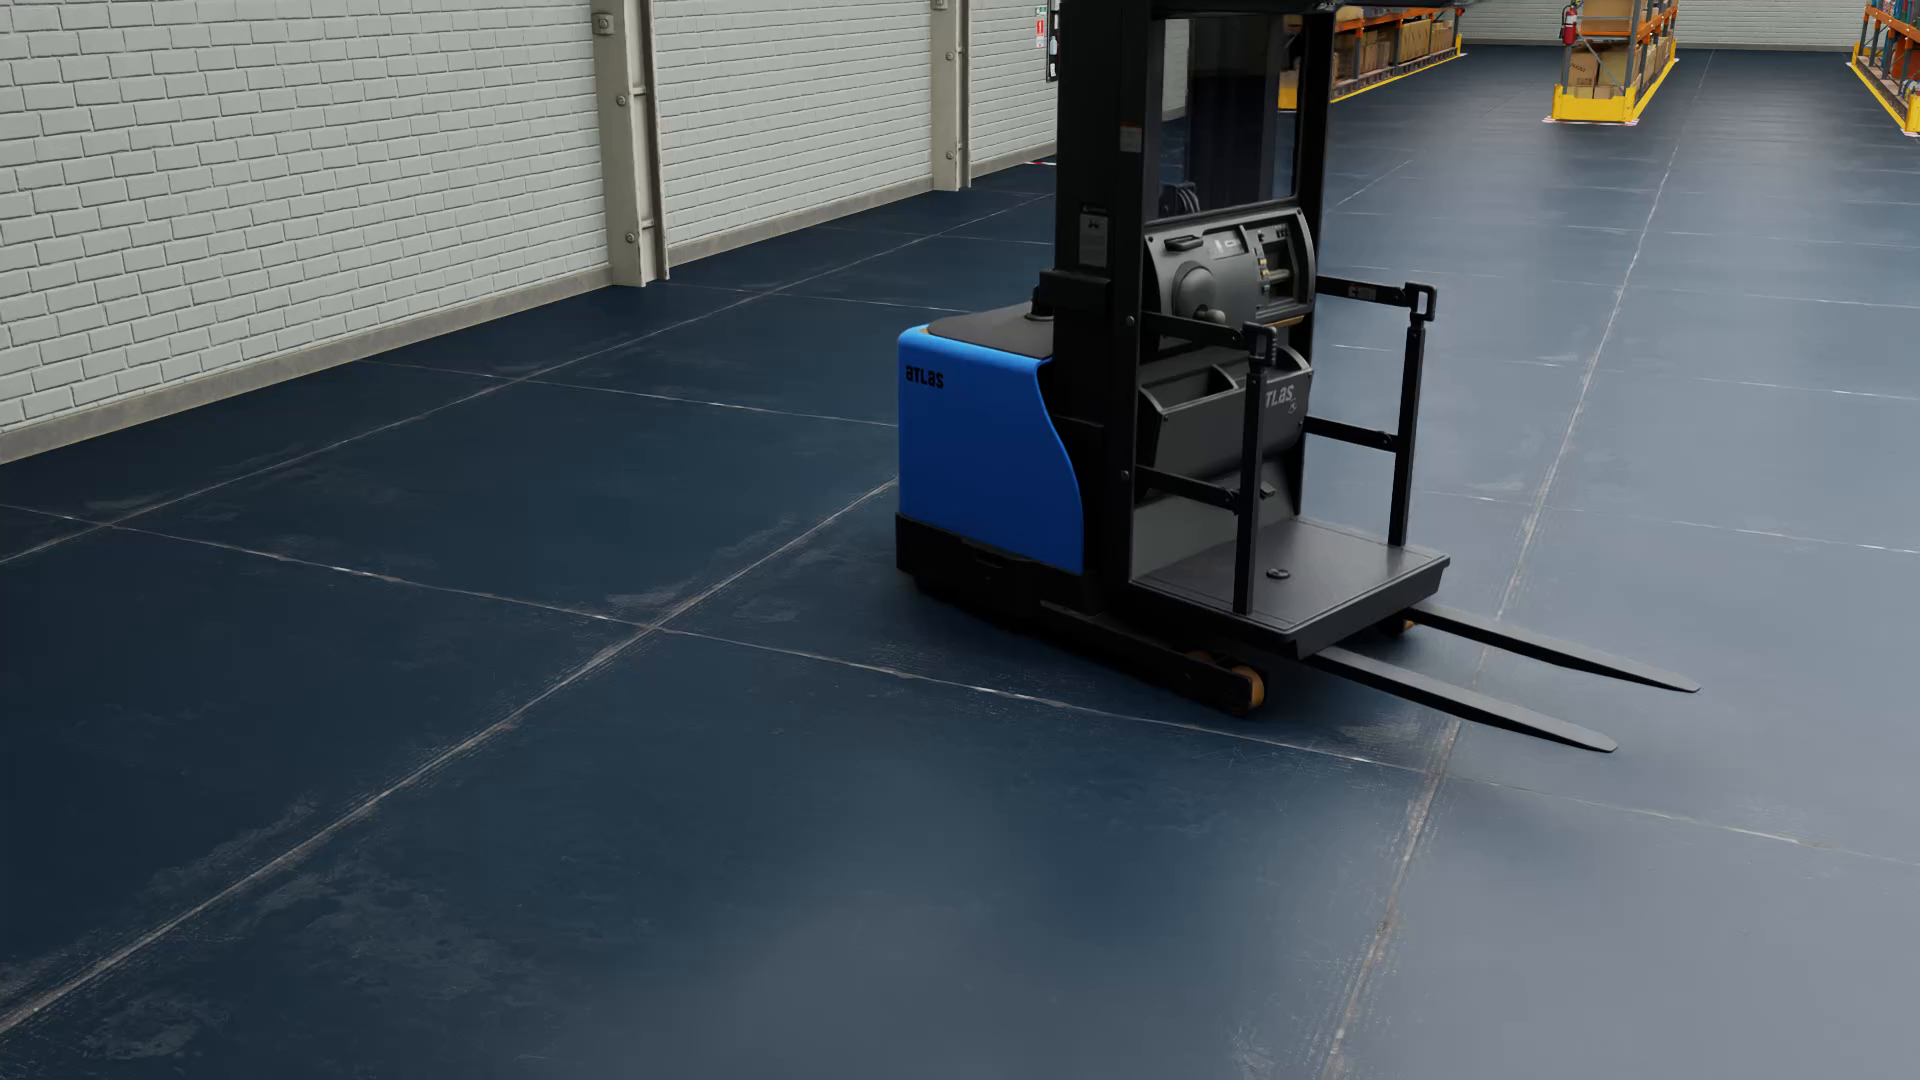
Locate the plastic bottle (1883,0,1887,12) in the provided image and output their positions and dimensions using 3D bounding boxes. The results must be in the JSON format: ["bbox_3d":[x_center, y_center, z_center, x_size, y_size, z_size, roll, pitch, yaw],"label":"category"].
[{"bbox_3d":[18.582,-10.699,33.262,0.152,0.276,0.135,9,21,23],"label":"plastic bottle"}]

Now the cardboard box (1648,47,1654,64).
[{"bbox_3d":[12.708,-9.076,31.151,0.500,0.311,0.500,8,21,22],"label":"cardboard box"}]

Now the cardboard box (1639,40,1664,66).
[{"bbox_3d":[14.189,-10.020,34.241,0.500,0.500,0.500,8,21,21],"label":"cardboard box"}]

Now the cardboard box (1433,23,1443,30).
[{"bbox_3d":[11.151,-12.097,39.144,0.380,0.149,0.250,8,21,21],"label":"cardboard box"}]

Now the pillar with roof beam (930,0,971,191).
[{"bbox_3d":[3.828,-7.550,15.268,9.100,9.000,0.400,9,21,23],"label":"pillar with roof beam"}]

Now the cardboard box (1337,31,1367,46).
[{"bbox_3d":[7.628,-9.777,32.439,0.500,0.250,0.500,8,21,21],"label":"cardboard box"}]

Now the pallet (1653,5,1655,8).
[{"bbox_3d":[14.325,-11.320,35.108,1.003,0.211,1.213,9,21,23],"label":"pallet"}]

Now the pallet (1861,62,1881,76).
[{"bbox_3d":[19.535,-9.875,34.921,1.003,0.211,1.213,9,21,23],"label":"pallet"}]

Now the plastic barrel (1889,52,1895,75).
[{"bbox_3d":[17.966,-9.098,31.662,0.421,0.512,0.421,0,20,0],"label":"plastic barrel"}]

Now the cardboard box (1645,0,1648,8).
[{"bbox_3d":[12.925,-10.269,32.002,0.500,0.311,0.500,10,22,26],"label":"cardboard box"}]

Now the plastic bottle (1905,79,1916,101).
[{"bbox_3d":[15.033,-7.095,26.239,0.144,0.351,0.185,8,21,22],"label":"plastic bottle"}]

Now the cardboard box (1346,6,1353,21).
[{"bbox_3d":[6.634,-9.318,29.386,0.500,0.250,0.500,8,21,22],"label":"cardboard box"}]

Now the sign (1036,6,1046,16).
[{"bbox_3d":[1.000,-6.510,20.453,0.001,0.109,0.331,9,21,23],"label":"sign"}]

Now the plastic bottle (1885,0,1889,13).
[{"bbox_3d":[18.353,-10.528,32.780,0.152,0.276,0.135,9,21,23],"label":"plastic bottle"}]

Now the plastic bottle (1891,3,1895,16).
[{"bbox_3d":[17.646,-10.020,31.360,0.097,0.271,0.097,0,20,0],"label":"plastic bottle"}]

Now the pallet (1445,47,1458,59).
[{"bbox_3d":[11.613,-11.972,40.817,1.003,0.211,1.213,9,21,23],"label":"pallet"}]

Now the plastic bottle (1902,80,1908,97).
[{"bbox_3d":[15.355,-7.297,26.919,0.152,0.276,0.135,9,22,25],"label":"plastic bottle"}]

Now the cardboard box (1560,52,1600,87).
[{"bbox_3d":[9.786,-7.431,26.246,0.500,0.500,0.500,9,21,23],"label":"cardboard box"}]

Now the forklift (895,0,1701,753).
[{"bbox_3d":[1.129,-0.971,5.825,1.130,2.935,3.031,-18,27,-42],"label":"forklift"}]

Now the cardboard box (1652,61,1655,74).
[{"bbox_3d":[13.121,-9.125,32.126,0.500,0.250,0.500,9,22,24],"label":"cardboard box"}]

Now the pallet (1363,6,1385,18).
[{"bbox_3d":[7.401,-9.996,31.385,1.003,0.211,1.213,9,21,23],"label":"pallet"}]

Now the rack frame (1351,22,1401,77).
[{"bbox_3d":[8.593,-11.095,34.190,1.000,3.000,0.127,9,21,23],"label":"rack frame"}]

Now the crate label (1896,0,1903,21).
[{"bbox_3d":[16.978,-9.486,29.612,0.502,0.435,0.616,9,21,23],"label":"crate label"}]

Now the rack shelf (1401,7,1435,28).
[{"bbox_3d":[9.412,-11.368,36.030,1.077,0.370,4.000,9,21,23],"label":"rack shelf"}]

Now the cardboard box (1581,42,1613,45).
[{"bbox_3d":[11.000,-8.351,28.831,0.500,0.500,0.500,9,21,23],"label":"cardboard box"}]

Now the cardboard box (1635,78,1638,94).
[{"bbox_3d":[11.080,-7.618,27.890,0.500,0.250,0.500,9,21,23],"label":"cardboard box"}]

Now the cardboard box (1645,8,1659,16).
[{"bbox_3d":[12.998,-9.985,31.445,0.380,0.149,0.250,9,21,23],"label":"cardboard box"}]

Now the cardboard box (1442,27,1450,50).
[{"bbox_3d":[11.469,-12.180,40.345,0.700,0.500,0.500,8,21,23],"label":"cardboard box"}]

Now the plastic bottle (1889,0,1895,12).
[{"bbox_3d":[17.979,-10.287,31.992,0.144,0.351,0.185,9,21,23],"label":"plastic bottle"}]

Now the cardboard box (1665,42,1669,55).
[{"bbox_3d":[15.975,-11.288,38.179,0.500,0.250,0.500,9,21,23],"label":"cardboard box"}]

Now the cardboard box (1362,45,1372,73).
[{"bbox_3d":[7.653,-9.445,32.623,0.700,0.500,0.500,9,21,23],"label":"cardboard box"}]

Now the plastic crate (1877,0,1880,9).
[{"bbox_3d":[19.149,-11.169,34.332,0.392,0.384,0.575,9,21,23],"label":"plastic crate"}]

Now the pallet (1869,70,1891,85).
[{"bbox_3d":[18.417,-9.040,32.574,1.003,0.211,1.213,9,21,23],"label":"pallet"}]

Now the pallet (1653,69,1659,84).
[{"bbox_3d":[13.454,-9.326,33.377,1.003,0.211,1.213,9,21,23],"label":"pallet"}]

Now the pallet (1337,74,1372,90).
[{"bbox_3d":[7.272,-8.797,31.889,1.003,0.211,1.213,9,21,23],"label":"pallet"}]

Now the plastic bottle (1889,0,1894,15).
[{"bbox_3d":[17.876,-10.212,31.882,0.061,0.283,0.133,9,21,23],"label":"plastic bottle"}]

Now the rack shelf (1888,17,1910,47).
[{"bbox_3d":[16.812,-8.785,28.769,1.077,0.370,4.000,9,21,23],"label":"rack shelf"}]

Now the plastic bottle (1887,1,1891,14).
[{"bbox_3d":[18.109,-10.384,32.265,0.144,0.351,0.185,9,21,23],"label":"plastic bottle"}]

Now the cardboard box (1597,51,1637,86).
[{"bbox_3d":[10.463,-7.513,26.476,0.500,0.500,0.500,9,21,23],"label":"cardboard box"}]

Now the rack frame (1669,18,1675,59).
[{"bbox_3d":[16.390,-12.862,39.159,1.000,3.000,0.127,9,21,23],"label":"rack frame"}]

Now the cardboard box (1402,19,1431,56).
[{"bbox_3d":[10.083,-11.286,37.310,0.750,0.750,0.750,9,21,23],"label":"cardboard box"}]

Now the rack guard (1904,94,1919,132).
[{"bbox_3d":[14.343,-6.142,23.994,1.175,0.500,0.348,9,21,23],"label":"rack guard"}]

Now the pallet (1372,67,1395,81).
[{"bbox_3d":[8.272,-9.543,33.987,1.003,0.211,1.213,9,21,23],"label":"pallet"}]

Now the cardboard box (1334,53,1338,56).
[{"bbox_3d":[6.566,-8.579,30.190,0.500,0.500,0.500,7,21,19],"label":"cardboard box"}]

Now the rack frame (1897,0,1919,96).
[{"bbox_3d":[15.993,-8.513,26.930,1.000,3.000,0.127,9,21,23],"label":"rack frame"}]

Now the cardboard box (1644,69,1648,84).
[{"bbox_3d":[12.078,-8.342,29.924,0.500,0.250,0.500,9,22,24],"label":"cardboard box"}]

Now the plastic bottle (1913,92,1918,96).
[{"bbox_3d":[14.707,-6.801,25.634,0.097,0.201,0.097,0,20,0],"label":"plastic bottle"}]
